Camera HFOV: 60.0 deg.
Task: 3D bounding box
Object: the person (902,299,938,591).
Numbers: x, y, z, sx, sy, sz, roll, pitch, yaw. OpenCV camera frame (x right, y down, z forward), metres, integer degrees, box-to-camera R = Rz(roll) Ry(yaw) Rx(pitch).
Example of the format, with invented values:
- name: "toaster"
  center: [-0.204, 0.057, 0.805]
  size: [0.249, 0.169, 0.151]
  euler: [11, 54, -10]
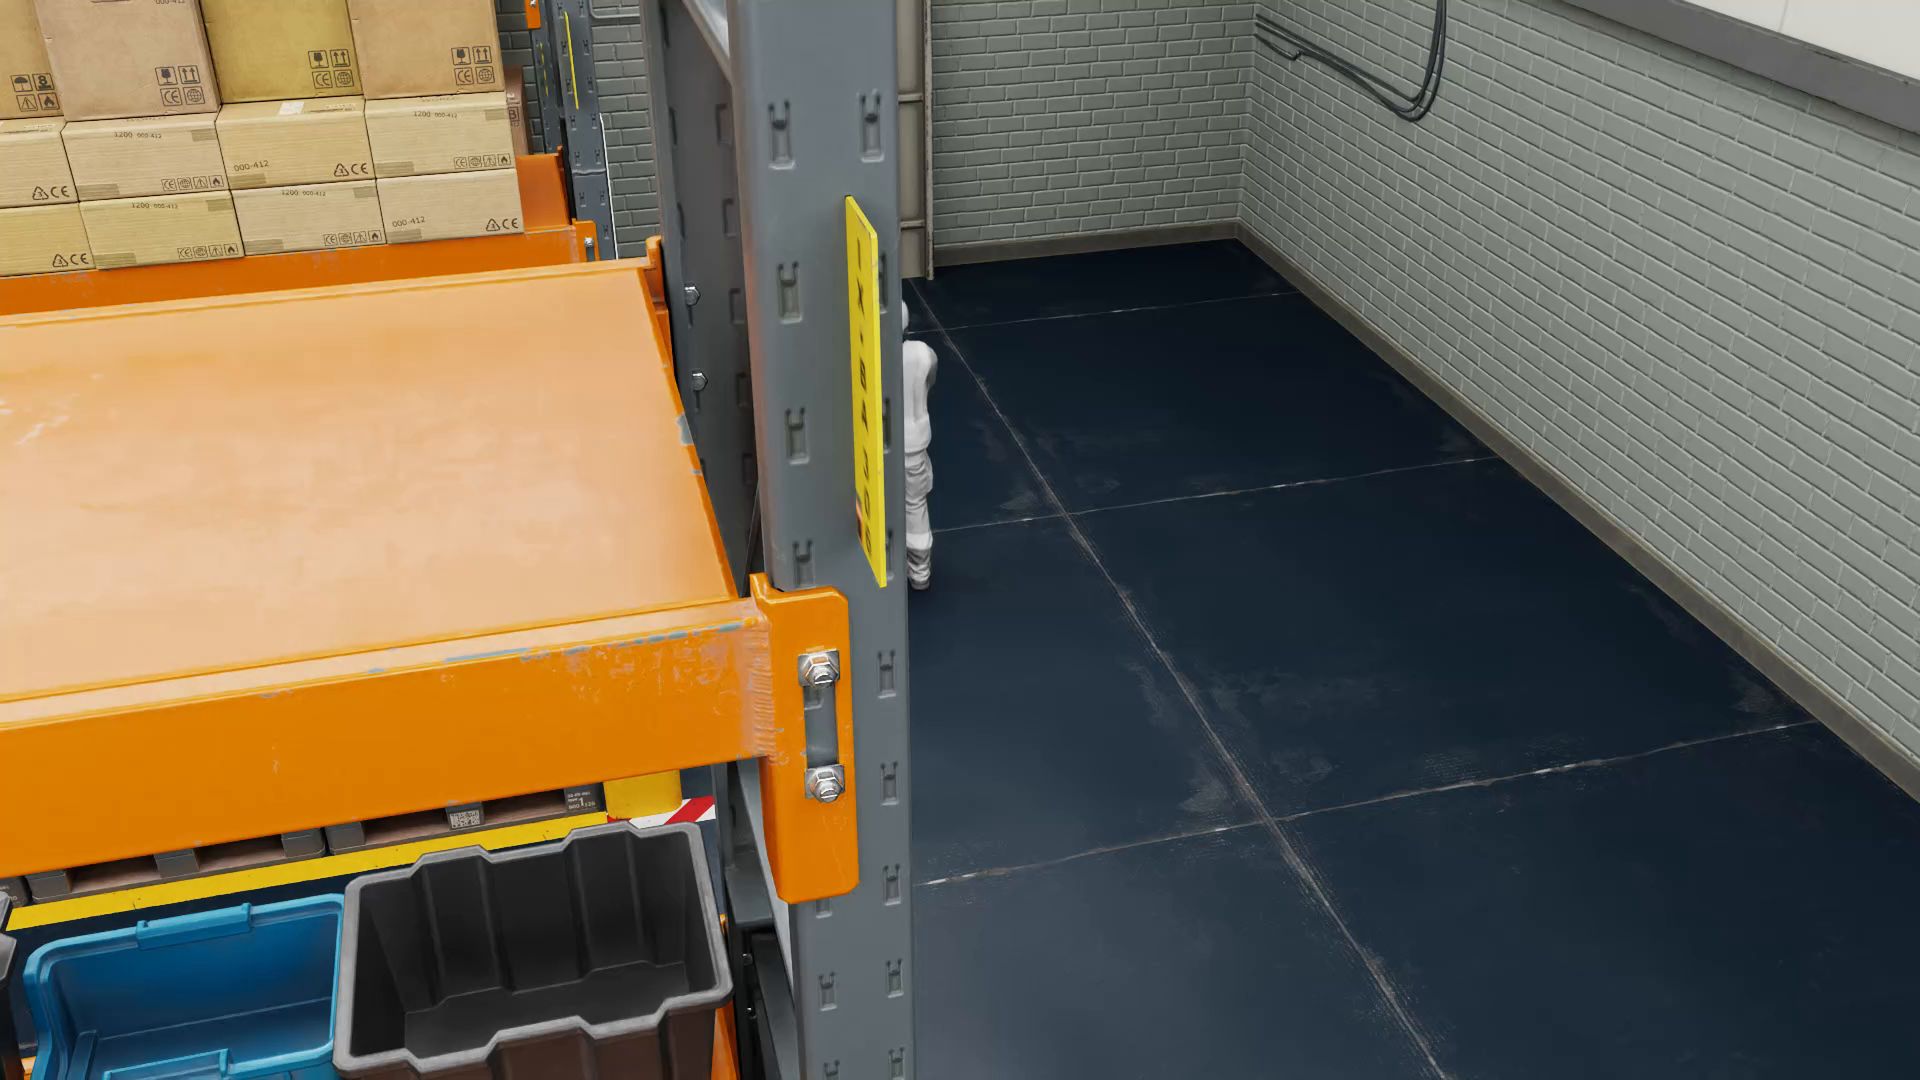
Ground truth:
- name: "person"
  center: [-0.396, -0.562, 9.079]
  size: [0.511, 1.790, 0.559]
  euler: [-8, 31, -13]
